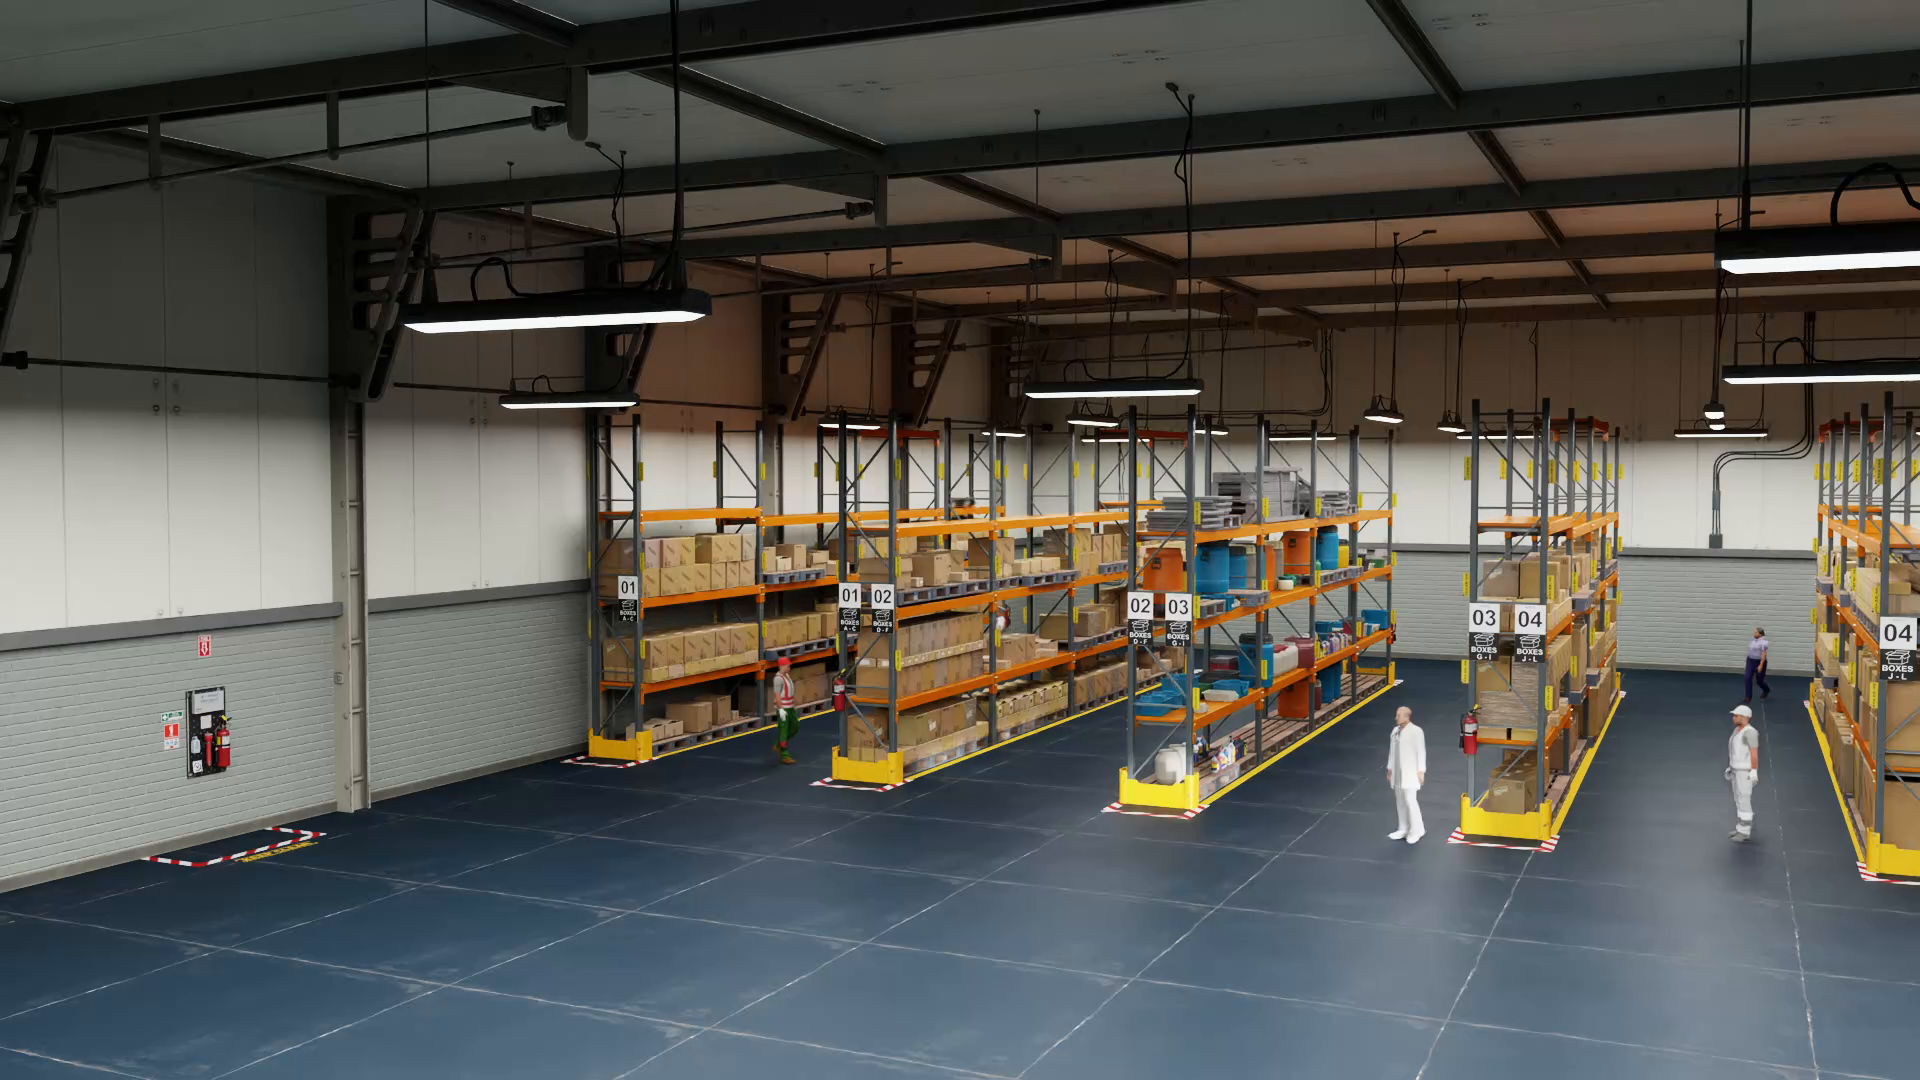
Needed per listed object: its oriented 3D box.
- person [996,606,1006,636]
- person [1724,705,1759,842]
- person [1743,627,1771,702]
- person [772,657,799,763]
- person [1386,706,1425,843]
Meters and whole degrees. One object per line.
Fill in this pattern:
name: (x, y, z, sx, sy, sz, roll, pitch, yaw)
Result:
person: (0.899, 2.477, 40.015, 0.436, 1.778, 0.604, 0, 2, 4)
person: (10.643, 3.170, 22.710, 0.434, 1.804, 0.661, 0, 2, 5)
person: (17.312, 2.702, 36.059, 0.674, 1.617, 0.473, -2, 3, -39)
person: (-3.007, 2.917, 28.704, 0.576, 1.784, 0.664, 1, 2, 18)
person: (6.045, 3.188, 22.653, 0.430, 1.824, 0.637, -1, 3, -27)
